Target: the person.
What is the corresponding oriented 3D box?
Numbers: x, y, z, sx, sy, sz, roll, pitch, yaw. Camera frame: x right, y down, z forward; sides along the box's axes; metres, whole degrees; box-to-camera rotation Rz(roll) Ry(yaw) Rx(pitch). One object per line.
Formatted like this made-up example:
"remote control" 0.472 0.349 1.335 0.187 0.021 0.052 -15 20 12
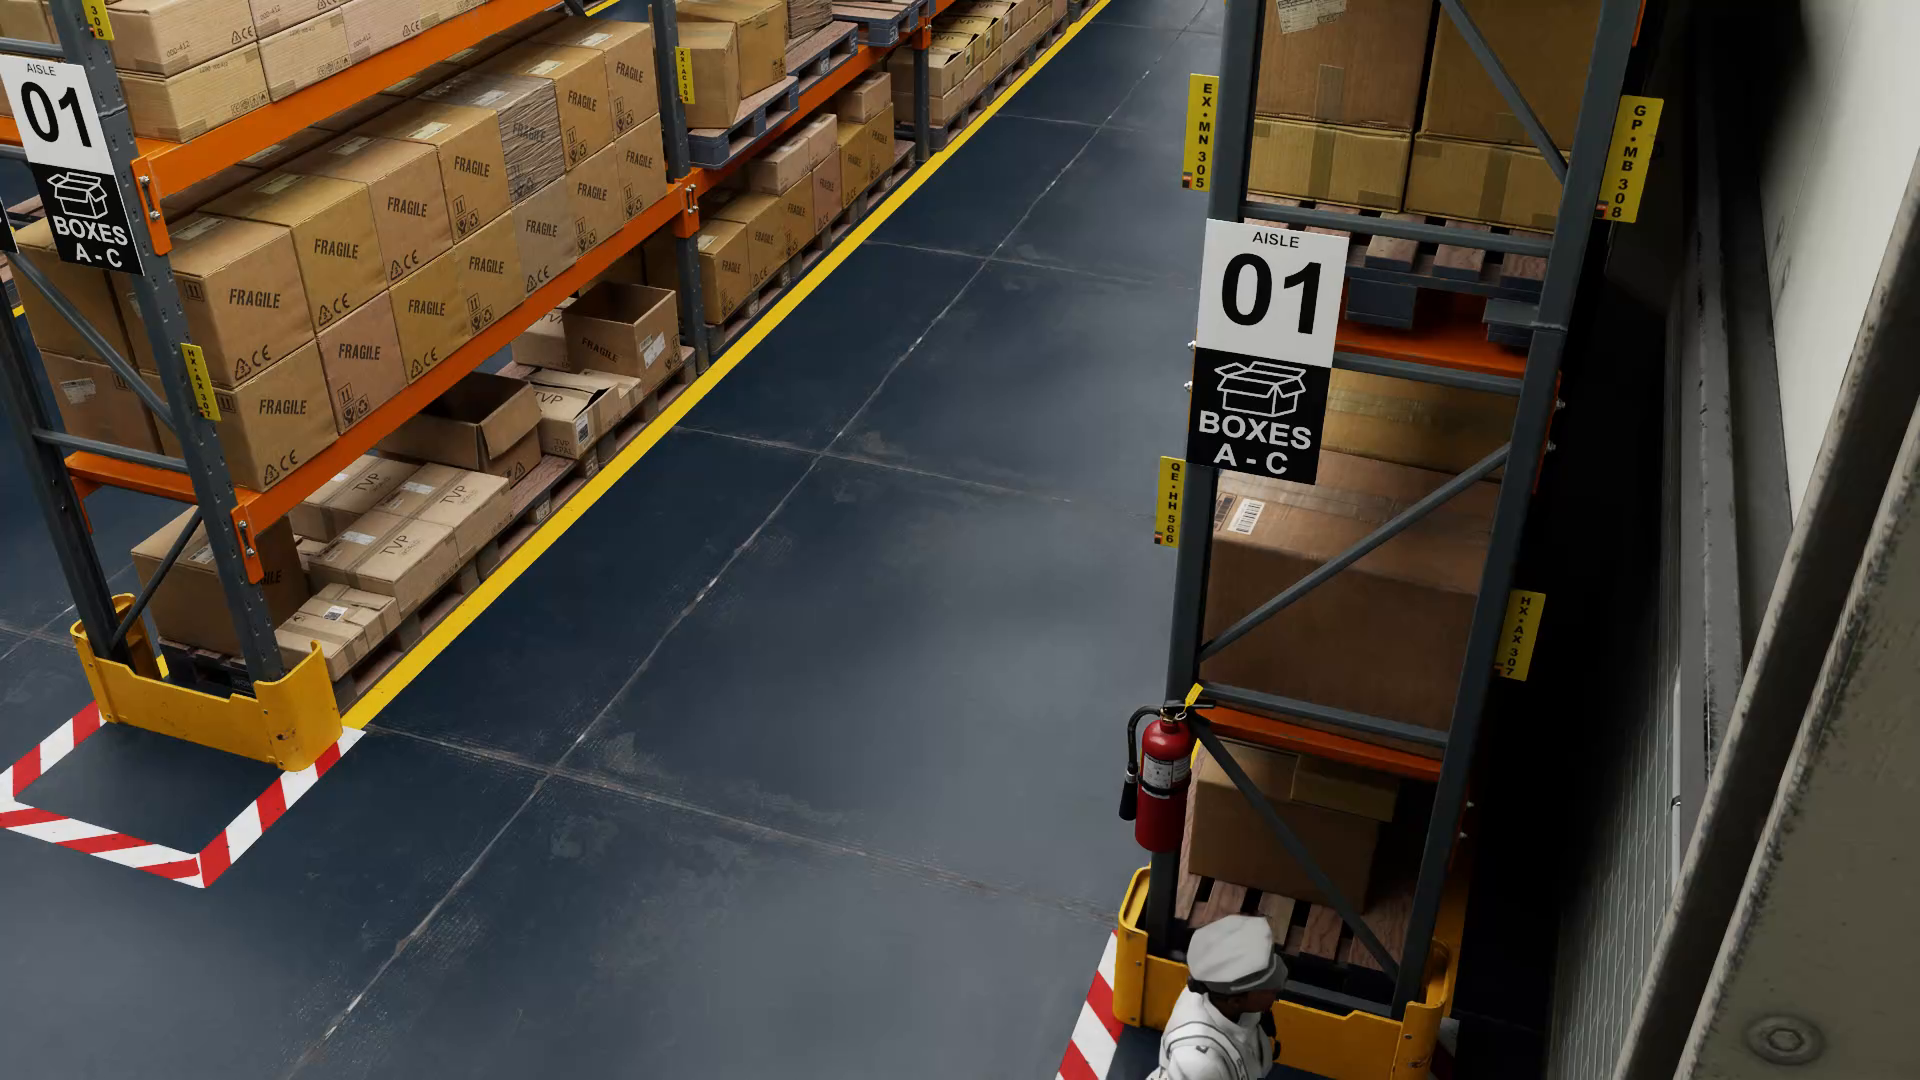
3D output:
"person" 0.710 1.769 4.878 0.709 1.705 0.525 9 35 14
